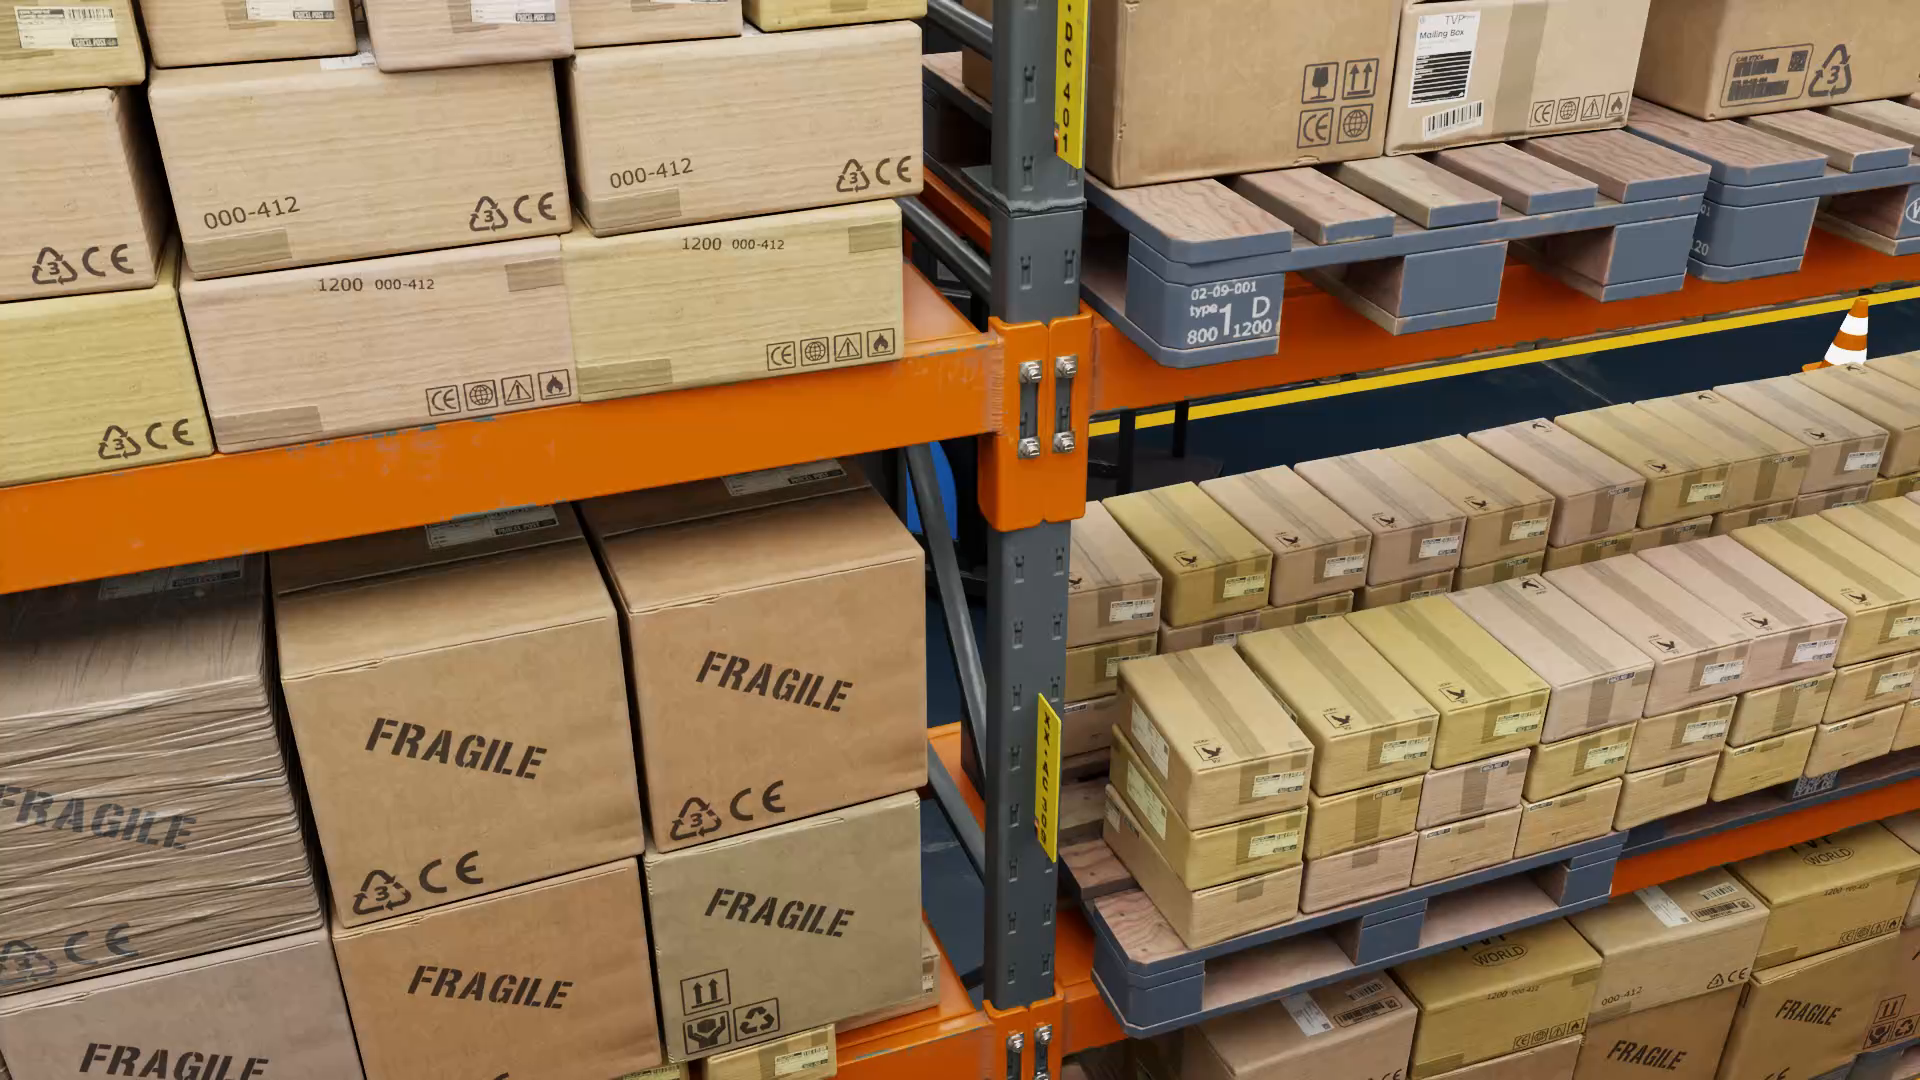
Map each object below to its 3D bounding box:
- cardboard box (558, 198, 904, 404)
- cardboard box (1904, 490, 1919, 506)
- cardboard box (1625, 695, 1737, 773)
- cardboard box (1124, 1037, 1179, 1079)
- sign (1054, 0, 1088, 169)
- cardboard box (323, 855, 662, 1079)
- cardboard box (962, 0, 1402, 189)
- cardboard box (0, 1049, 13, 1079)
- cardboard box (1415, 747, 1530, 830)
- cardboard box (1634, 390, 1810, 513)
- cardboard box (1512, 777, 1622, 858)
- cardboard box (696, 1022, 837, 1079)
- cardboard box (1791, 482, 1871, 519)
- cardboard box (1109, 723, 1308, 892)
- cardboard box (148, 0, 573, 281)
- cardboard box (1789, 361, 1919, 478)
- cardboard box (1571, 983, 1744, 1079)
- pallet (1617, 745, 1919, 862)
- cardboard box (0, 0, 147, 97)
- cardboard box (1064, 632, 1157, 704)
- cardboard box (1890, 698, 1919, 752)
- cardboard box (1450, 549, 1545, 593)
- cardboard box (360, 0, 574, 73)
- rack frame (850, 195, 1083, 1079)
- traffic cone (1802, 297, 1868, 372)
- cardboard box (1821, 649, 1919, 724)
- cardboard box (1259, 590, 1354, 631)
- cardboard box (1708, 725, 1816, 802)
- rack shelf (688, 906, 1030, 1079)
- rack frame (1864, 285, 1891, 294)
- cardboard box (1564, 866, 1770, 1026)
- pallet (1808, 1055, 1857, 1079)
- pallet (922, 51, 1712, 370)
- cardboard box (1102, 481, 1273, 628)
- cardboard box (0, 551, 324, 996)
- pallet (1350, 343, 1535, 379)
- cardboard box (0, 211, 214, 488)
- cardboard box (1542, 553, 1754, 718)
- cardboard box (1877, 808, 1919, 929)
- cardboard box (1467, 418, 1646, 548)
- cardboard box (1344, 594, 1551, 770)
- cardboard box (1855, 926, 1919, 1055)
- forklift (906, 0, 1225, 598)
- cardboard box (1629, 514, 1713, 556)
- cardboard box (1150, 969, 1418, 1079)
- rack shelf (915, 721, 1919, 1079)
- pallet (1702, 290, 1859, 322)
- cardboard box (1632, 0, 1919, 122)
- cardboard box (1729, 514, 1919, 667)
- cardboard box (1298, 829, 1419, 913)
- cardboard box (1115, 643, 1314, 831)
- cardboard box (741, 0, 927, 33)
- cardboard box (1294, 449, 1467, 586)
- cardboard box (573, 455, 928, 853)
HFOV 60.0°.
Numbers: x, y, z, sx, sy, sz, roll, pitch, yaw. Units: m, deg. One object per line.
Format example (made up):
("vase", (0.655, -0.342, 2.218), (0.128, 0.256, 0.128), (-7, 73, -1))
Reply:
("cardboard box", (-0.402, -0.462, 2.652), (0.500, 0.250, 0.500), (-10, 31, -16))
("cardboard box", (2.454, 0.015, 3.921), (0.250, 0.149, 0.380), (-10, 31, -18))
("cardboard box", (1.473, 0.326, 3.677), (0.250, 0.149, 0.380), (-9, 31, -16))
("cardboard box", (0.749, 1.465, 4.249), (0.500, 0.500, 0.500), (-9, 31, -16))
("sign", (0.160, -0.711, 2.416), (0.005, 0.325, 0.100), (-10, 31, -18))
("cardboard box", (-0.878, 0.697, 3.095), (0.500, 0.500, 0.500), (-11, 32, -19))
("cardboard box", (0.357, -0.977, 2.880), (0.500, 0.500, 0.700), (-10, 31, -18))
("cardboard box", (-1.836, 0.861, 2.807), (0.500, 0.500, 0.500), (-11, 32, -19))
("cardboard box", (0.977, 0.419, 3.514), (0.250, 0.149, 0.380), (-10, 31, -16))
("cardboard box", (1.981, -0.239, 4.367), (0.250, 0.149, 0.380), (-9, 31, -16))
("cardboard box", (1.222, 0.504, 3.666), (0.250, 0.149, 0.380), (-10, 31, -17))
("cardboard box", (-0.426, 0.928, 3.344), (0.250, 0.149, 0.380), (-11, 32, -19))
("cardboard box", (2.217, -0.155, 4.521), (0.250, 0.149, 0.380), (-10, 31, -18))
("cardboard box", (0.493, 0.509, 3.355), (0.250, 0.149, 0.380), (-10, 31, -17))
("cardboard box", (-0.872, -0.607, 2.402), (0.500, 0.250, 0.500), (-12, 32, -20))
("cardboard box", (2.481, -0.333, 4.533), (0.250, 0.149, 0.380), (-12, 32, -20))
("cardboard box", (1.730, 1.277, 4.580), (0.500, 0.500, 0.500), (-10, 31, -17))
("pallet", (1.871, 0.320, 4.352), (1.213, 0.211, 1.003), (-10, 31, -18))
("cardboard box", (-1.209, -0.698, 2.158), (0.250, 0.149, 0.380), (-12, 32, -20))
("cardboard box", (0.268, 0.203, 3.892), (0.250, 0.149, 0.380), (-9, 31, -16))
("cardboard box", (2.206, 0.320, 3.988), (0.250, 0.149, 0.380), (-9, 31, -16))
("cardboard box", (1.247, 0.022, 4.210), (0.250, 0.149, 0.380), (-12, 32, -20))
("cardboard box", (-0.693, -0.769, 2.284), (0.250, 0.149, 0.380), (-10, 31, -18))
("rack frame", (-0.036, 0.566, 3.726), (0.127, 3.000, 1.000), (-10, 31, -18))
("traffic cone", (4.967, -1.128, 9.262), (0.334, 0.463, 0.336), (-10, 31, -18))
("cardboard box", (1.958, 0.238, 3.831), (0.250, 0.149, 0.380), (-11, 31, -19))
("cardboard box", (0.748, 0.116, 4.046), (0.250, 0.149, 0.380), (-9, 31, -15))
("cardboard box", (1.715, 0.410, 3.829), (0.250, 0.149, 0.380), (-11, 31, -19))
("rack shelf", (-1.911, 1.224, 3.298), (4.000, 0.370, 1.077), (-10, 31, -18))
("rack frame", (5.641, -3.094, 10.150), (0.127, 3.000, 1.000), (-10, 31, -18))
("cardboard box", (1.726, 0.960, 4.378), (0.500, 0.250, 0.500), (-9, 31, -16))
("pallet", (1.838, 1.430, 5.026), (1.213, 0.211, 1.003), (-10, 31, -18))
("pallet", (0.579, -0.713, 3.130), (1.003, 0.211, 1.213), (-10, 31, -18))
("cardboard box", (0.523, 0.028, 3.900), (0.250, 0.149, 0.380), (-11, 32, -19))
("cardboard box", (-1.350, 0.339, 2.713), (0.500, 0.500, 0.500), (-10, 31, -16))
("pallet", (2.625, -1.326, 9.864), (1.213, 0.211, 1.003), (-10, 31, -18))
("cardboard box", (-1.350, -0.293, 2.356), (0.500, 0.250, 0.500), (-11, 31, -18))
("cardboard box", (1.468, 0.199, 3.598), (0.250, 0.149, 0.380), (-11, 31, -18))
("cardboard box", (2.693, 0.785, 4.684), (0.500, 0.250, 0.500), (-10, 31, -17))
("cardboard box", (1.494, -0.150, 4.212), (0.250, 0.149, 0.380), (-12, 32, -20))
("cardboard box", (0.993, 0.286, 3.447), (0.250, 0.149, 0.380), (-10, 31, -17))
("cardboard box", (2.699, 1.102, 4.886), (0.500, 0.500, 0.500), (-9, 31, -16))
("forklift", (0.590, -1.164, 6.831), (3.031, 2.935, 1.130), (11, 31, 18))
("cardboard box", (1.731, -0.065, 4.363), (0.250, 0.149, 0.380), (-9, 31, -16))
("cardboard box", (0.748, 1.139, 4.064), (0.500, 0.250, 0.500), (-12, 32, -20))
("rack shelf", (1.838, 0.534, 4.510), (4.000, 0.370, 1.077), (-10, 31, -18))
("pallet", (4.911, -1.747, 10.603), (1.213, 0.211, 1.003), (-10, 31, -18))
("cardboard box", (1.457, -1.170, 3.215), (0.637, 0.503, 0.797), (-11, 31, -18))
("cardboard box", (1.956, 0.108, 3.759), (0.250, 0.149, 0.380), (-9, 31, -16))
("cardboard box", (0.751, 0.588, 3.518), (0.250, 0.149, 0.380), (-10, 31, -17))
("cardboard box", (0.493, 0.380, 3.282), (0.250, 0.149, 0.380), (-9, 31, -15))
("cardboard box", (-0.234, -0.881, 2.480), (0.250, 0.149, 0.380), (-12, 32, -20))
("cardboard box", (1.012, -0.061, 4.056), (0.250, 0.149, 0.380), (-11, 31, -18))
("cardboard box", (-0.383, 0.166, 3.017), (0.500, 0.500, 0.500), (-12, 32, -19))
